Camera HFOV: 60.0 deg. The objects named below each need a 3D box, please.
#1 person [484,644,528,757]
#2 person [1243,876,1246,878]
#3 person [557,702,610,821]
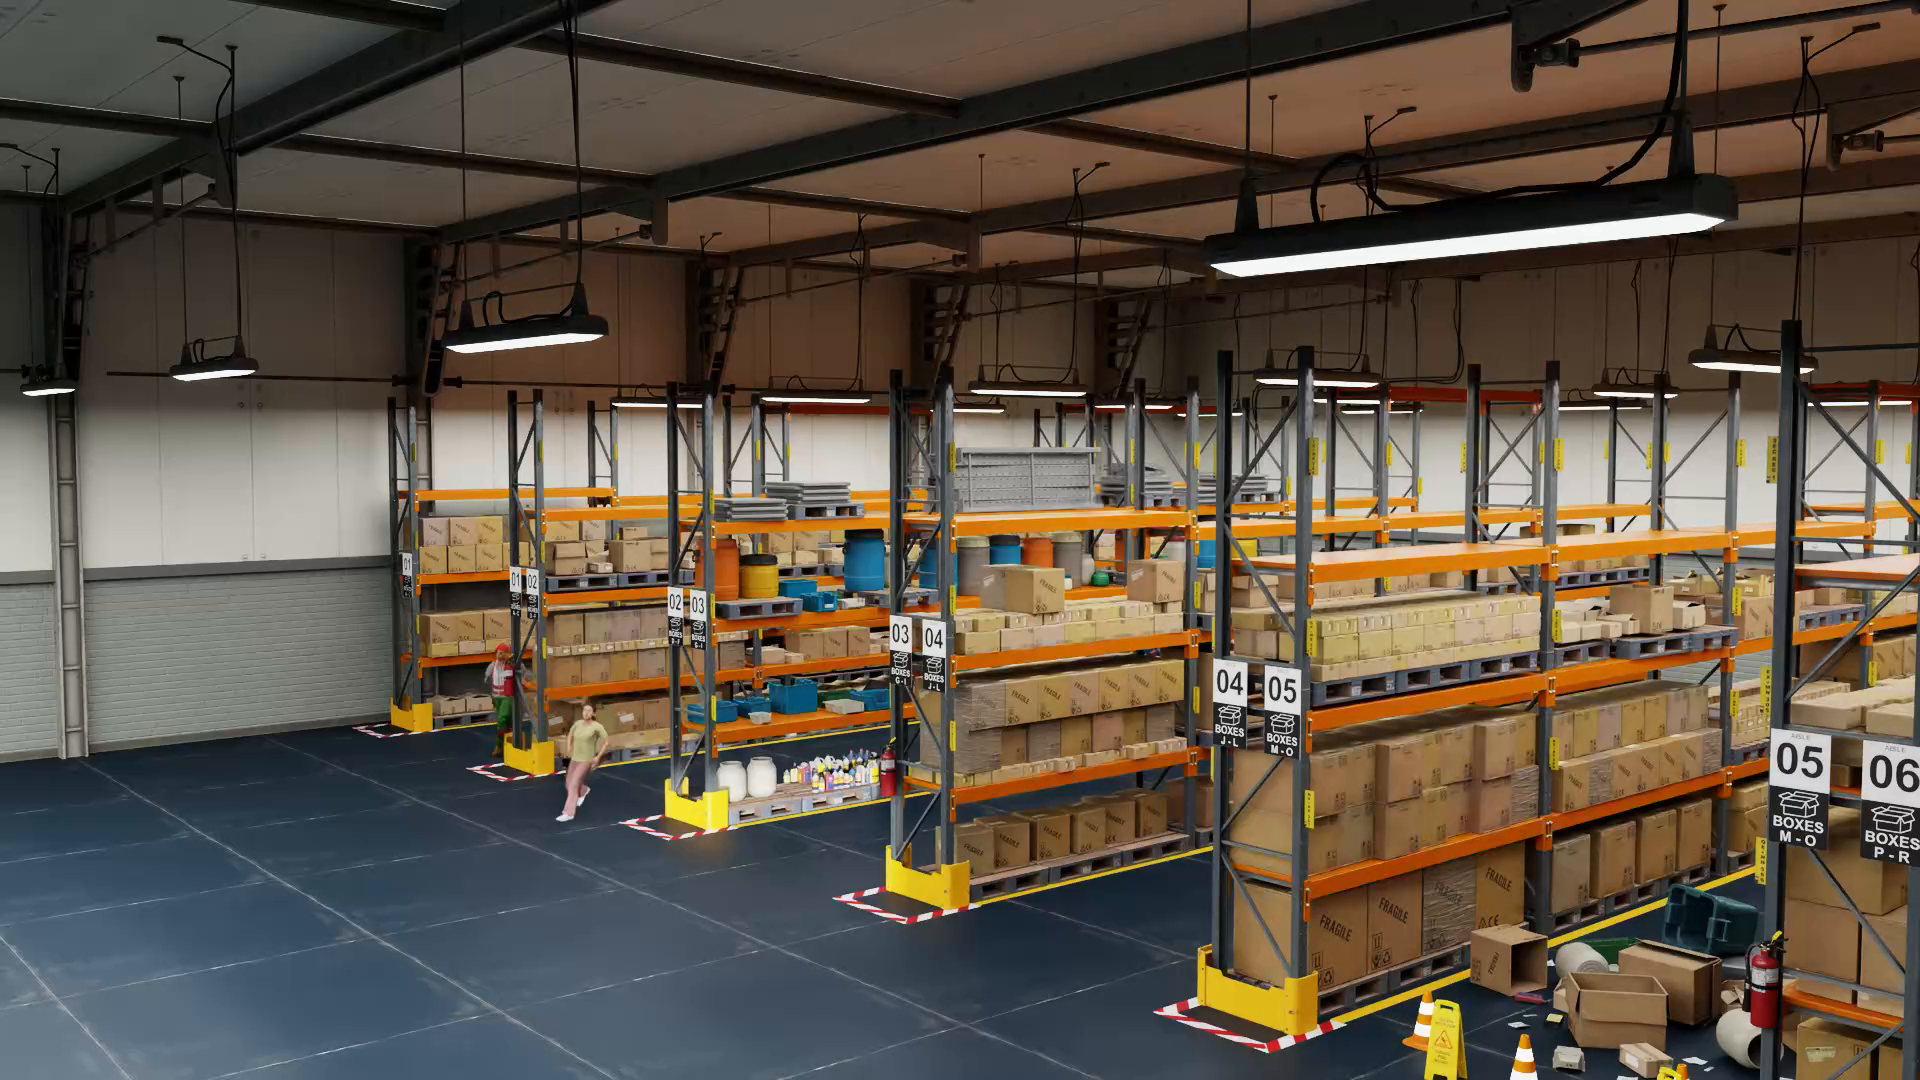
[{"bbox_3d":[-7.575,2.631,27.711,0.652,1.825,0.904,1,4,21],"label":"person"},{"bbox_3d":[3.445,3.235,18.975,0.605,1.680,0.892,2,4,32],"label":"person"},{"bbox_3d":[-5.136,3.024,22.827,0.625,1.603,0.707,1,3,18],"label":"person"}]
